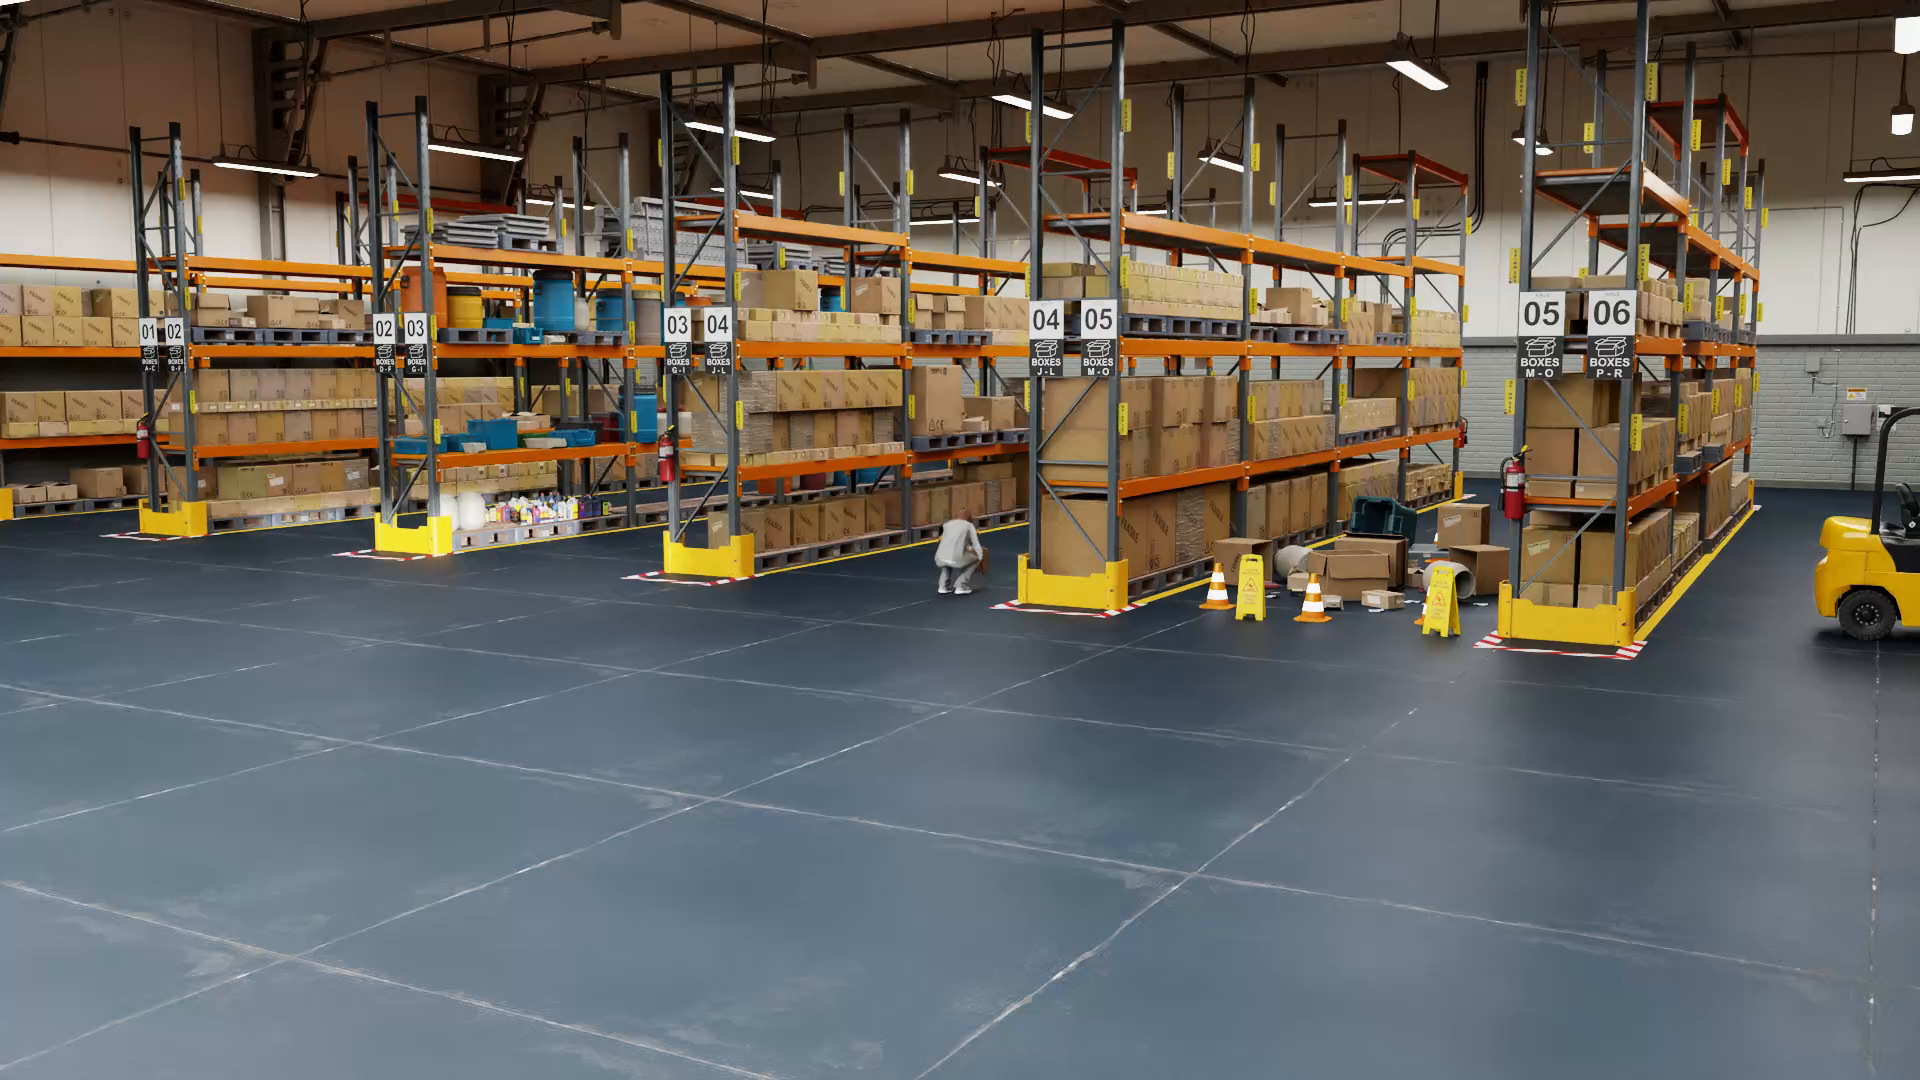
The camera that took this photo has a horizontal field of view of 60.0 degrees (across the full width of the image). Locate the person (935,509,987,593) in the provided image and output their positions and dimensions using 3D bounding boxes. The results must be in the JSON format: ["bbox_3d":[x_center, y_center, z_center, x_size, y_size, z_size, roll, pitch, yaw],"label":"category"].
[{"bbox_3d":[-0.013,0.139,18.556,0.424,0.906,0.793,3,7,27],"label":"person"}]
